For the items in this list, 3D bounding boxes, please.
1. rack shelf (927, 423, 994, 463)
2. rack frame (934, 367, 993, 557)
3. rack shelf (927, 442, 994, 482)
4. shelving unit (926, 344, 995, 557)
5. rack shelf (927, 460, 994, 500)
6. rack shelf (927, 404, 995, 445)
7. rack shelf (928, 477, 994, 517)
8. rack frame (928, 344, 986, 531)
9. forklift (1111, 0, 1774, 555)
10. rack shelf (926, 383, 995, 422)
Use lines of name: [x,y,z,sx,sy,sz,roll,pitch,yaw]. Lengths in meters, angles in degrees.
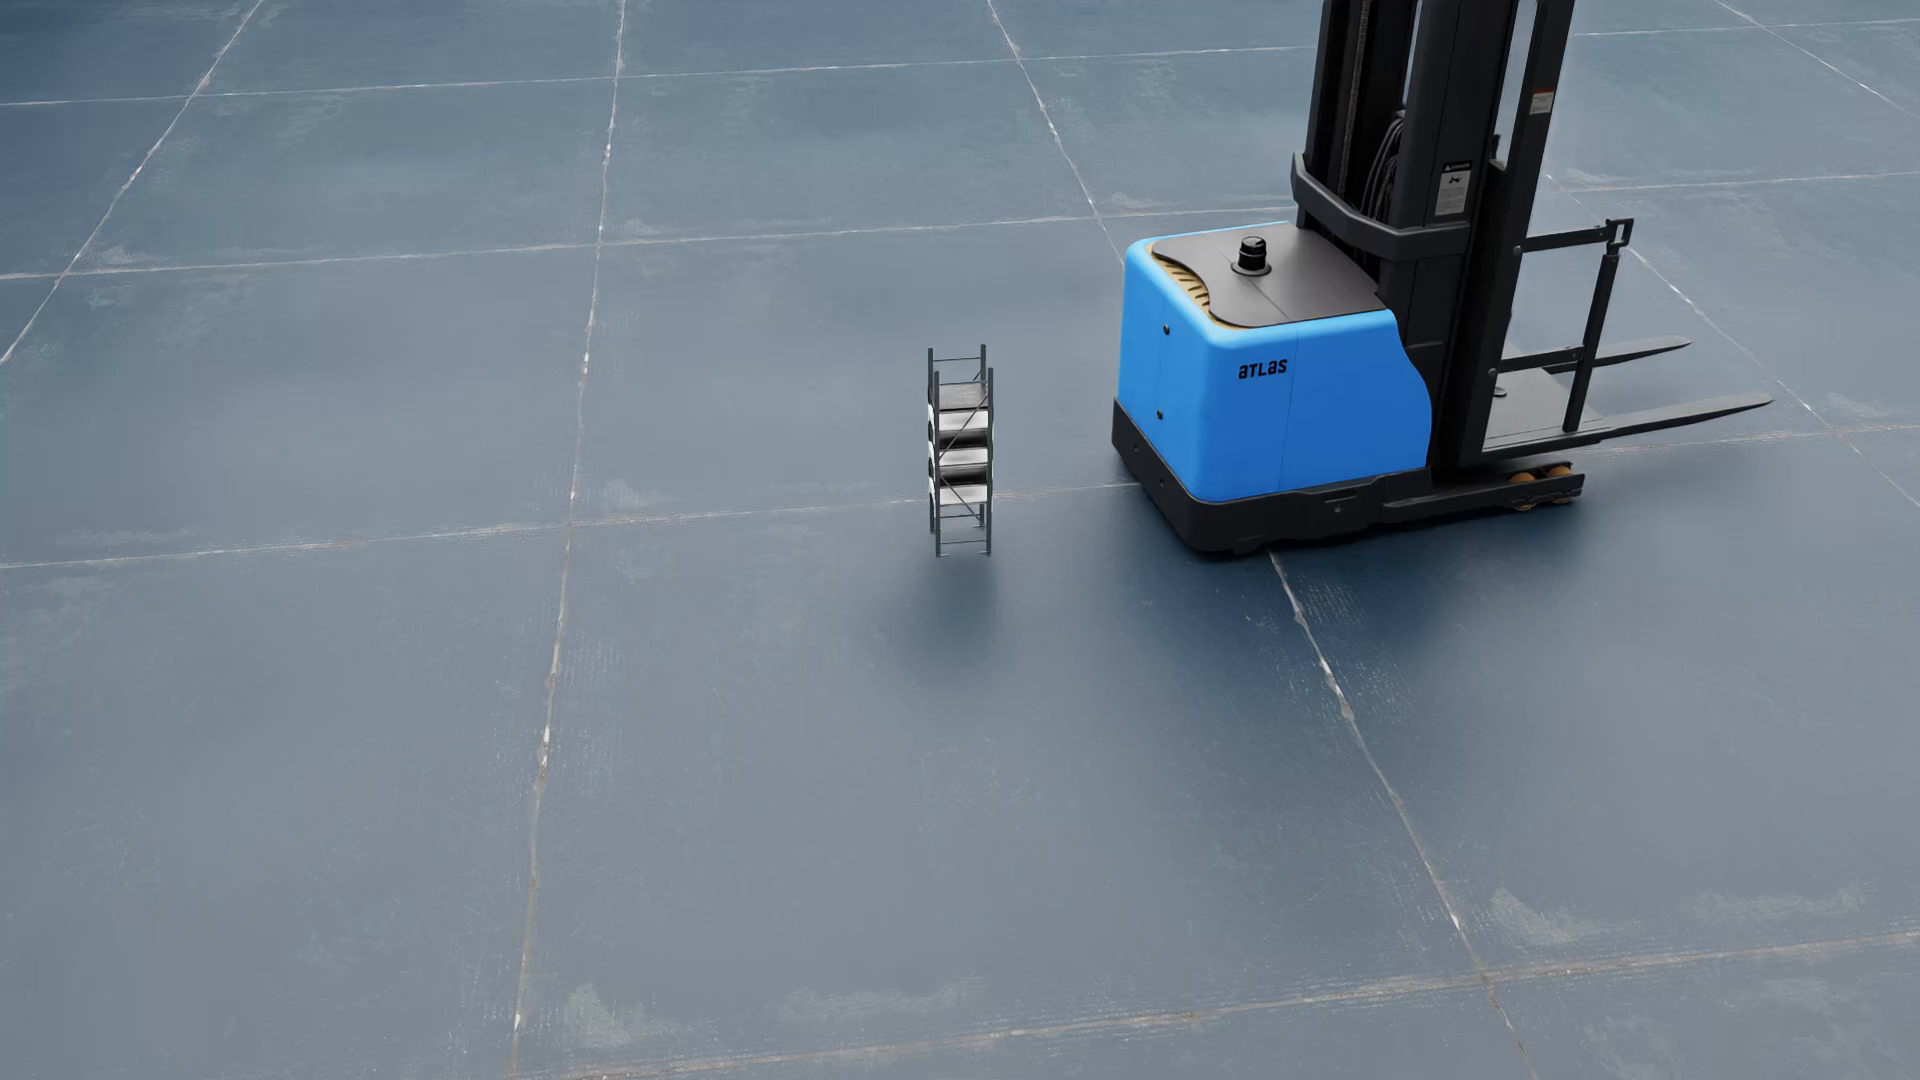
rack shelf: [0.001,-0.414,6.958,0.258,0.077,0.200,-4,35,-6]
rack frame: [0.015,-0.311,6.907,0.240,0.900,0.006,-4,35,-6]
rack shelf: [0.001,-0.340,7.009,0.258,0.077,0.200,-4,35,-6]
shelving unit: [0.001,-0.367,6.990,0.258,0.900,0.210,-4,35,-6]
rack shelf: [0.001,-0.265,7.059,0.258,0.077,0.200,-4,35,-6]
rack shelf: [0.001,-0.489,6.907,0.258,0.077,0.200,-4,35,-6]
rack shelf: [0.001,-0.191,7.110,0.258,0.077,0.200,-4,35,-6]
rack frame: [-0.013,-0.424,7.073,0.240,0.900,0.006,-4,35,-6]
forklift: [2.286,-1.618,7.021,3.031,2.935,1.130,-10,35,-14]
rack shelf: [0.001,-0.563,6.857,0.258,0.077,0.200,-4,35,-6]
